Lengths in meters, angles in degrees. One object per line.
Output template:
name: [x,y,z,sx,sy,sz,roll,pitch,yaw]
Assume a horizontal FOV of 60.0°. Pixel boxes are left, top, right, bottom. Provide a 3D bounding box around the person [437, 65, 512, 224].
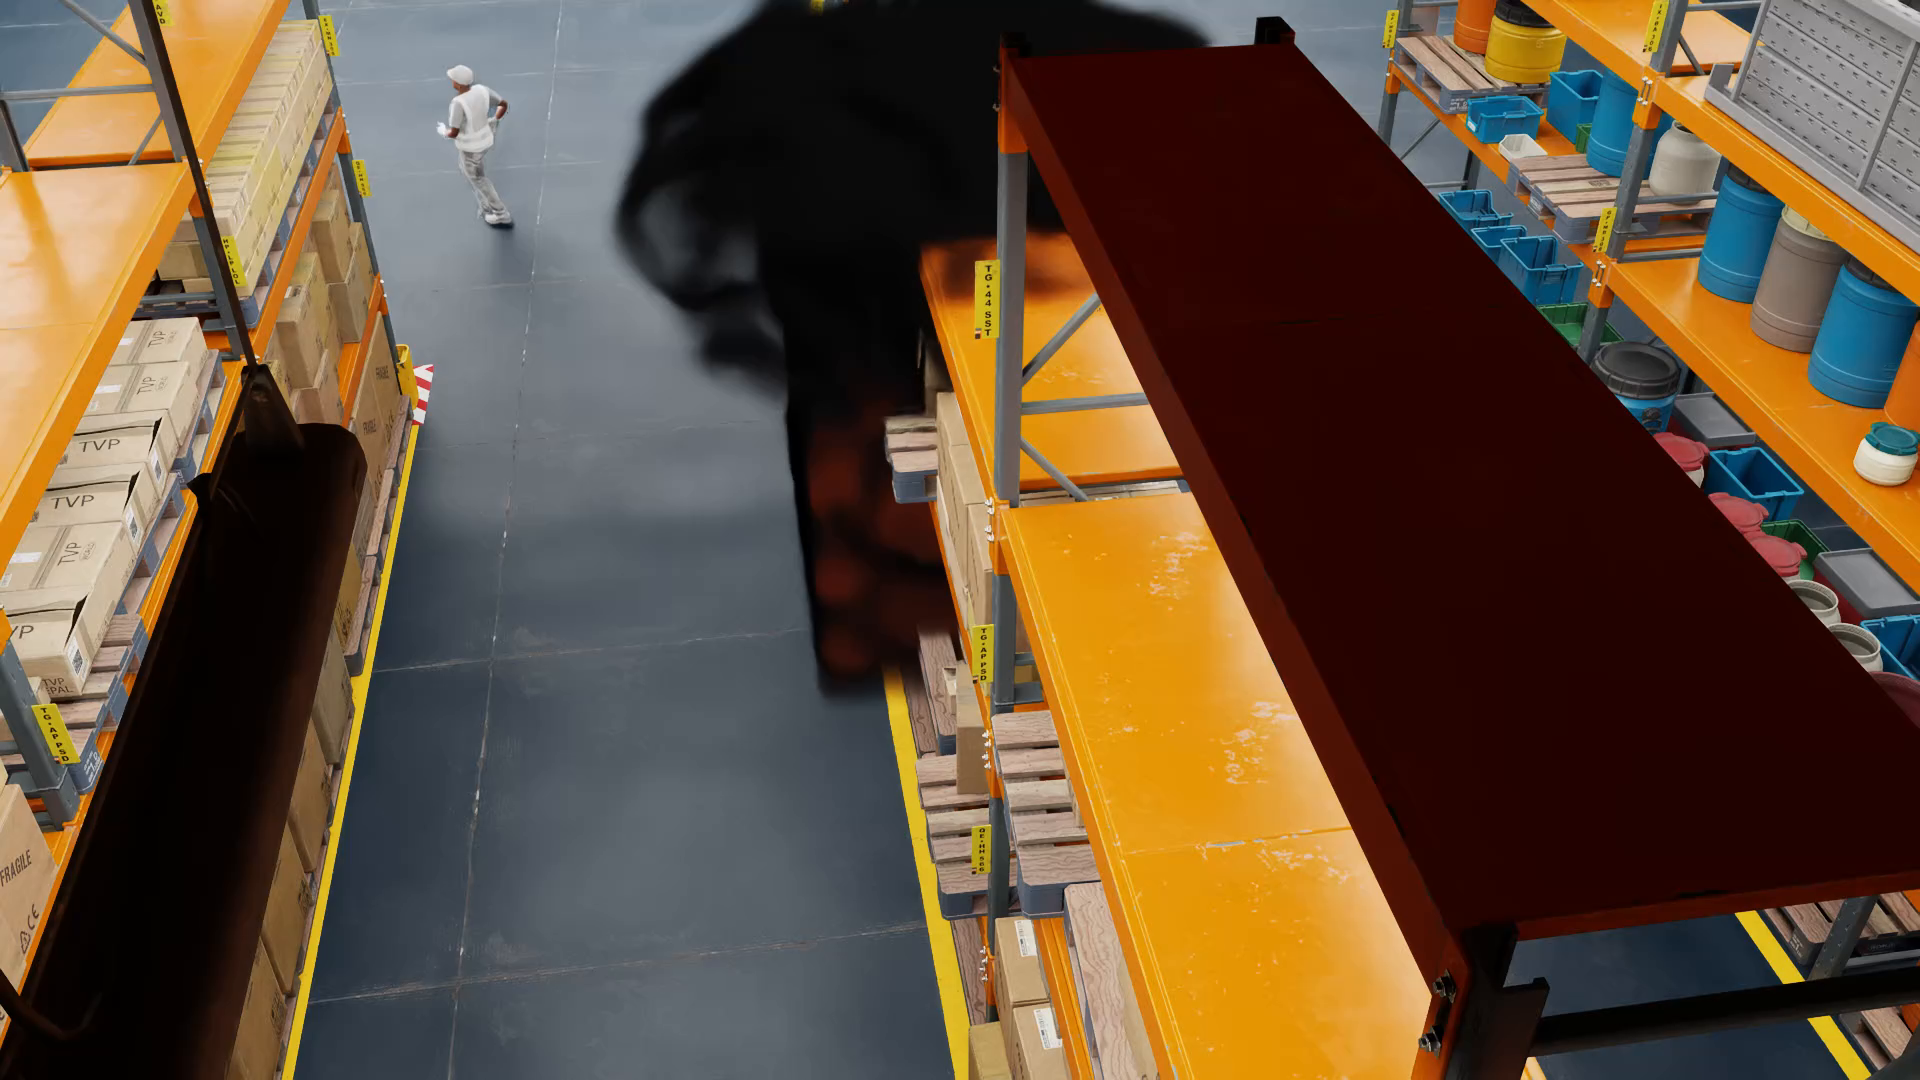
person: [-5.189,-4.220,17.729,0.693,1.773,0.694,13,38,17]
